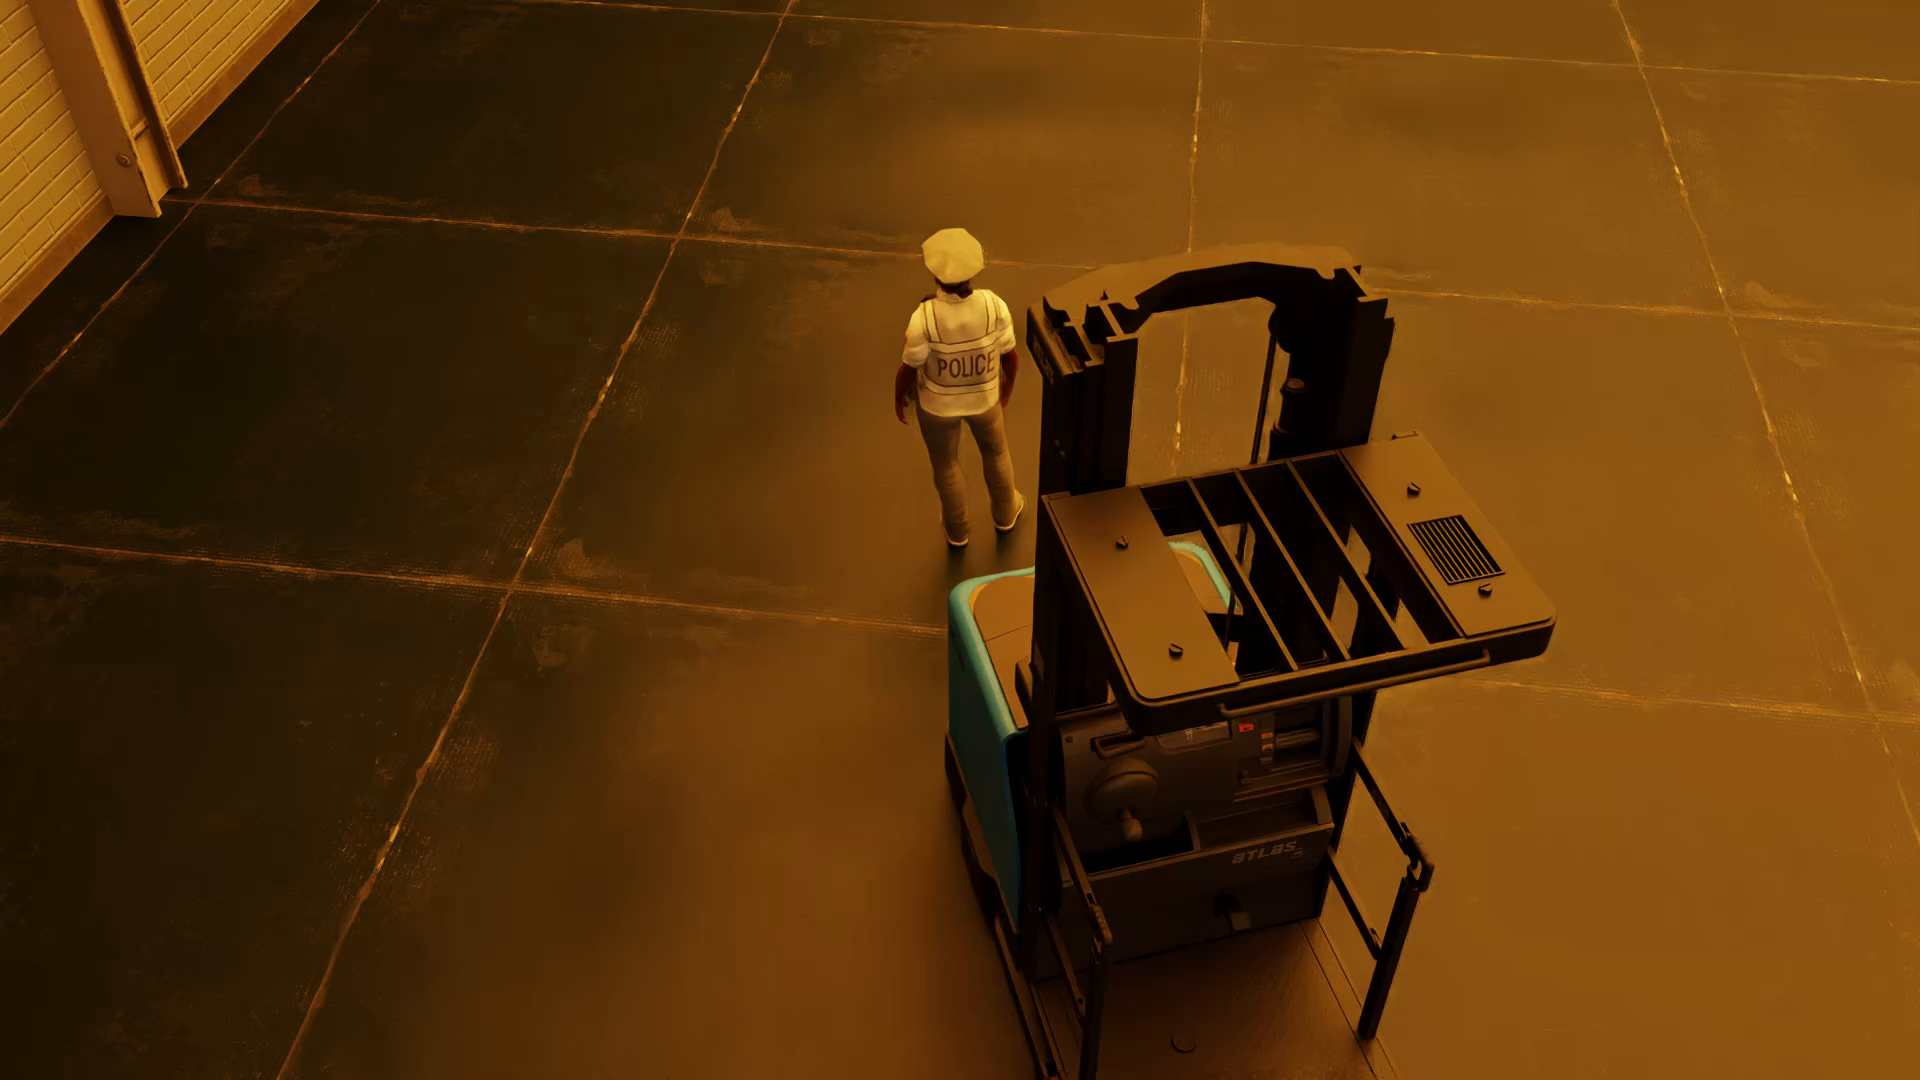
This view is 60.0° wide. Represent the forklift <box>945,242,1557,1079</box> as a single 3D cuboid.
[{"bbox_3d":[0.812,0.746,4.912,1.130,2.935,3.031,-10,44,-11],"label":"forklift"}]

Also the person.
[{"bbox_3d":[0.026,-0.658,7.364,0.641,1.691,0.440,-9,43,-10],"label":"person"}]
